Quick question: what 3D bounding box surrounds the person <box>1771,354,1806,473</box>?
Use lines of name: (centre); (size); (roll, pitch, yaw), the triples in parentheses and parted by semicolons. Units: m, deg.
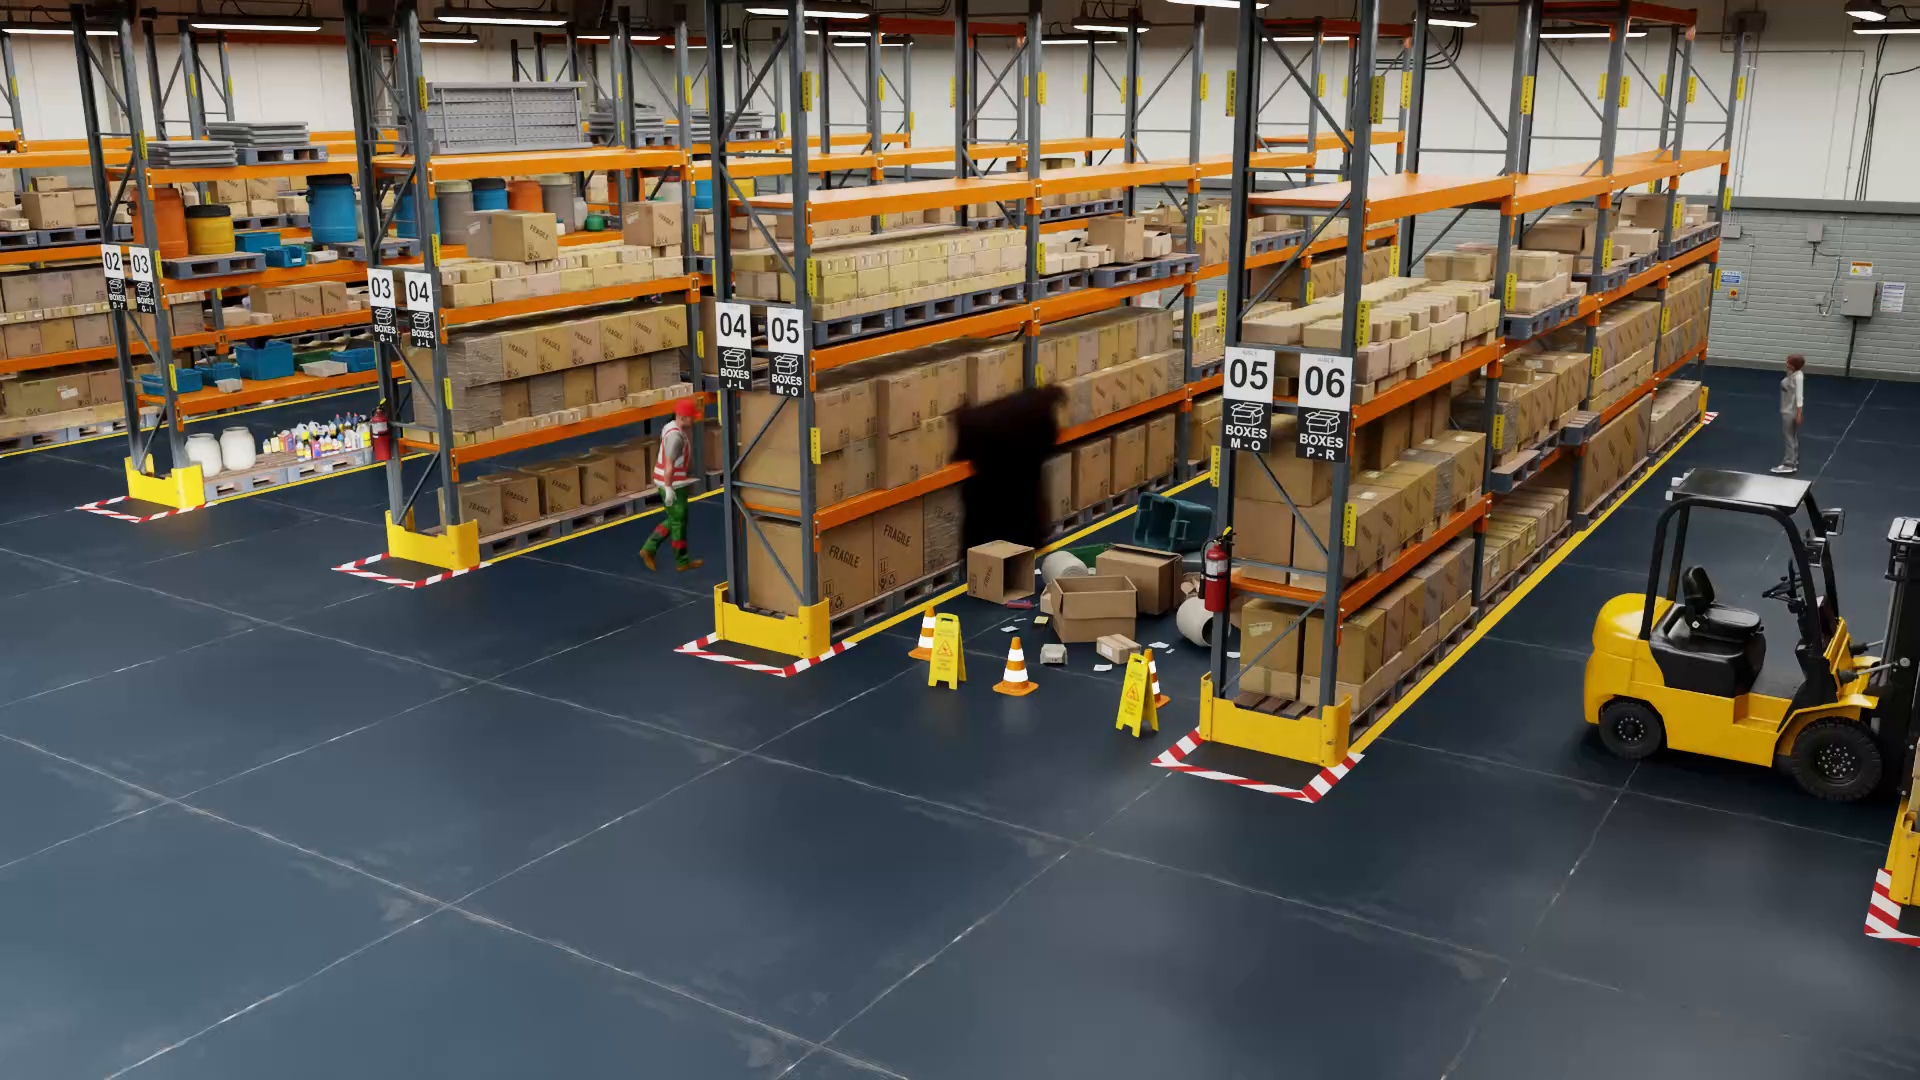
person: (11.188, -1.699, 22.405); (0.358, 1.569, 0.456); (9, 18, 30)

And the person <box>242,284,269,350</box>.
person: (-12.550, -3.761, 29.732); (0.370, 1.693, 0.575); (6, 17, 21)

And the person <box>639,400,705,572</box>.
person: (-2.930, -0.538, 16.779); (0.673, 1.783, 0.566); (-7, 17, -25)

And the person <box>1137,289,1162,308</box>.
person: (3.665, -4.445, 31.965); (0.657, 1.744, 1.048); (-11, 19, -35)
